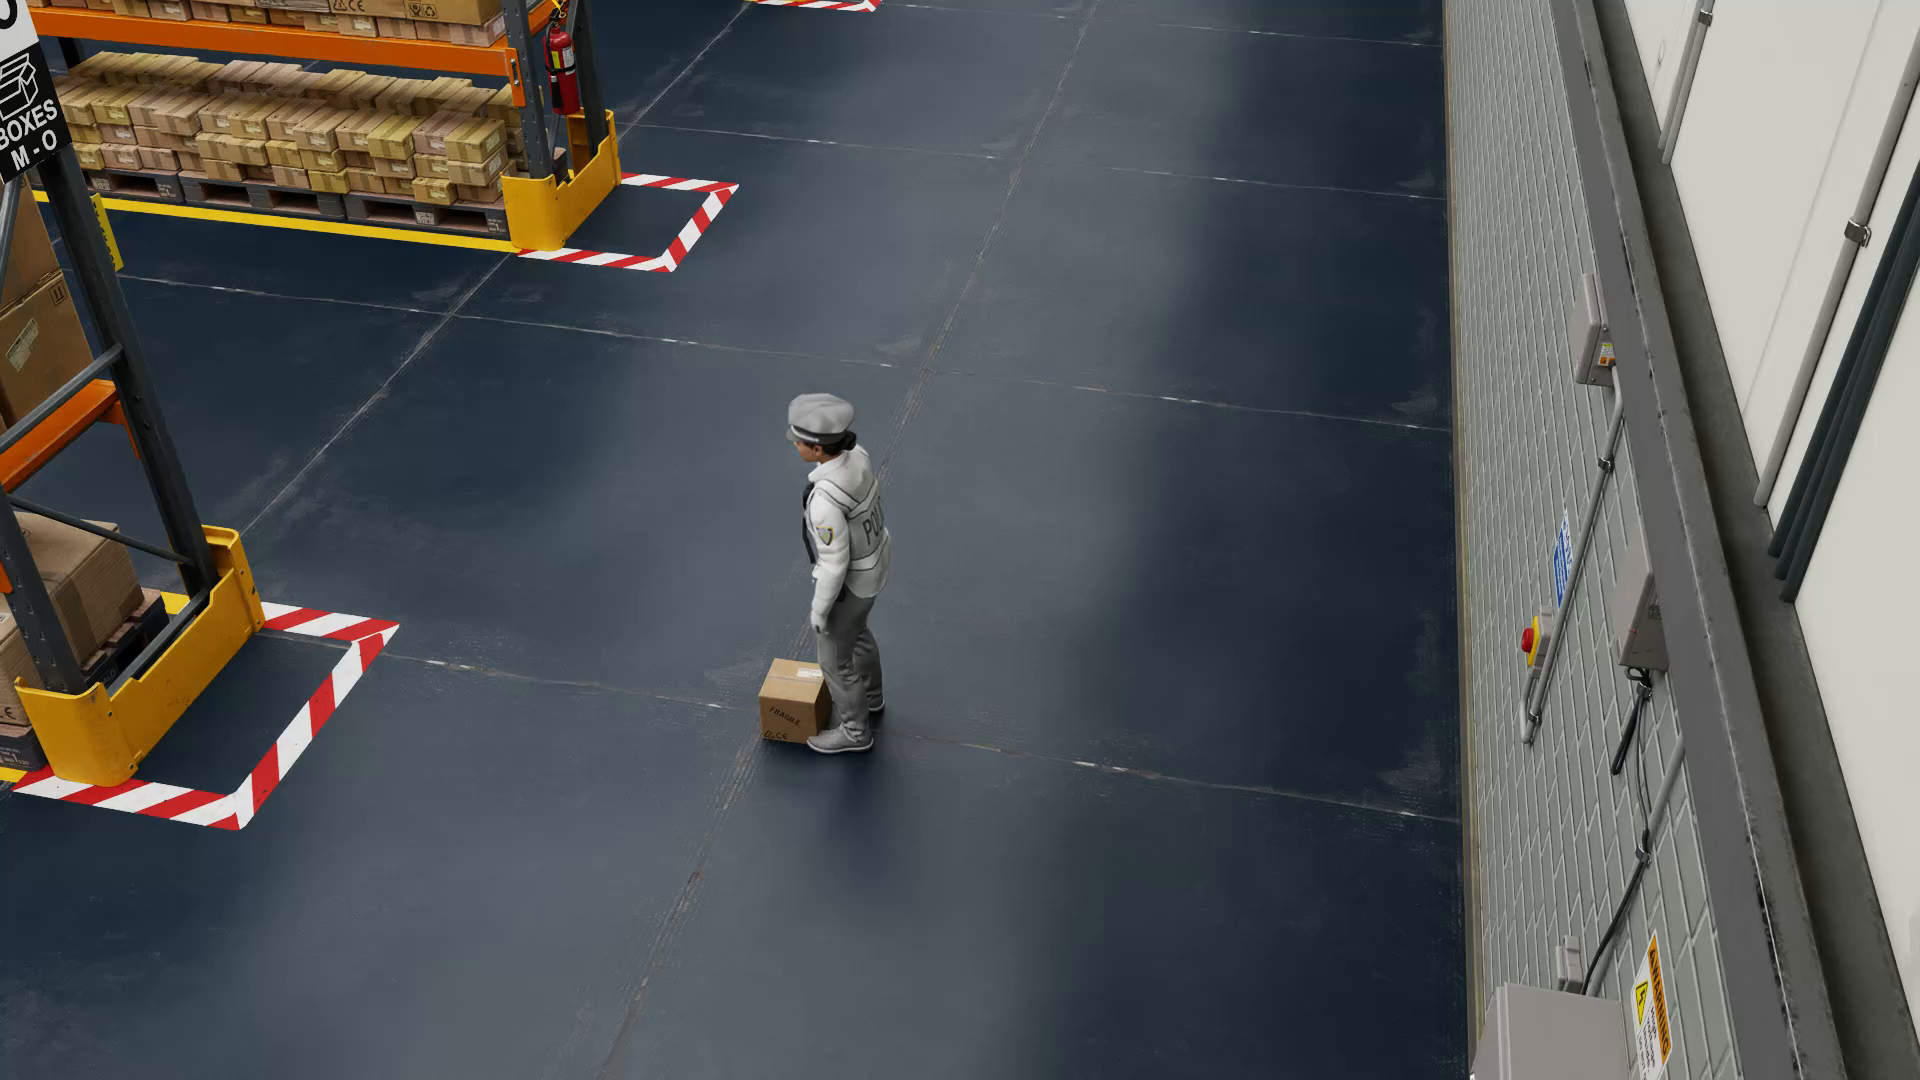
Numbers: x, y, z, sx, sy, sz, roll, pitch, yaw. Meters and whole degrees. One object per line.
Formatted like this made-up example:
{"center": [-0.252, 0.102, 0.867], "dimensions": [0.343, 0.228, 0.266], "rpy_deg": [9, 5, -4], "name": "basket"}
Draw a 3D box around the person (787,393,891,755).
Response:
{"center": [-0.474, 0.158, 6.749], "dimensions": [0.372, 1.663, 0.530], "rpy_deg": [8, 37, 10], "name": "person"}
